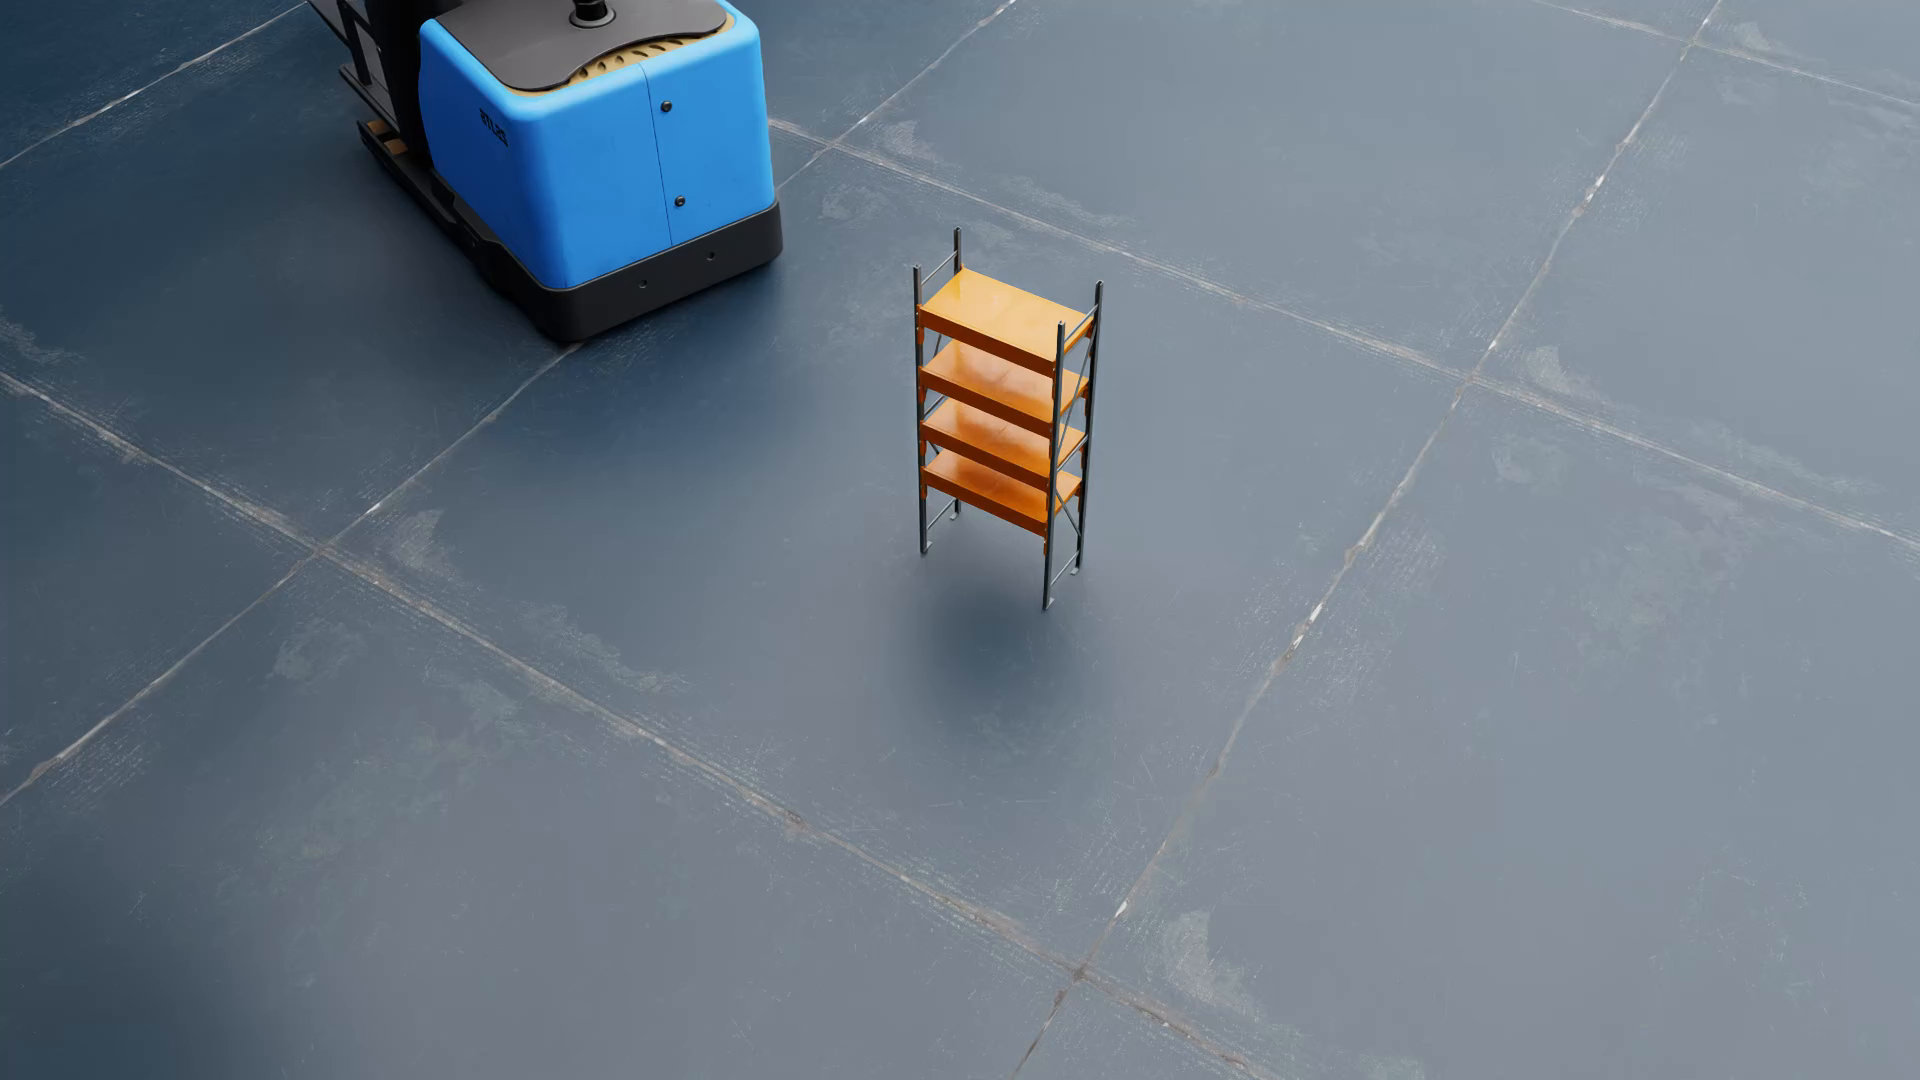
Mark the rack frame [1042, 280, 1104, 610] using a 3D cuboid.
[{"bbox_3d":[0.345,-0.260,5.166,0.015,1.200,0.240,25,51,22],"label":"rack frame"}]

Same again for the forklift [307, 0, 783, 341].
[{"bbox_3d":[-2.004,-2.800,6.427,1.130,2.935,3.031,-28,52,-25],"label":"forklift"}]

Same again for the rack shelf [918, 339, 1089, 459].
[{"bbox_3d":[0.139,-0.463,5.145,0.480,0.148,0.258,25,51,22],"label":"rack shelf"}]

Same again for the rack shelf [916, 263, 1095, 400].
[{"bbox_3d":[0.139,-0.628,4.976,0.480,0.148,0.258,25,51,22],"label":"rack shelf"}]

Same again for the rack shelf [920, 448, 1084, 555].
[{"bbox_3d":[0.139,-0.169,5.448,0.480,0.148,0.258,25,51,22],"label":"rack shelf"}]

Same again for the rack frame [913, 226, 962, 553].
[{"bbox_3d":[-0.066,-0.449,5.349,0.015,1.200,0.240,25,51,22],"label":"rack frame"}]

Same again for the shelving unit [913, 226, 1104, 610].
[{"bbox_3d":[0.139,-0.354,5.257,0.503,1.200,0.258,25,51,22],"label":"shelving unit"}]

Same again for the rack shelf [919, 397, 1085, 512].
[{"bbox_3d":[0.139,-0.307,5.306,0.480,0.148,0.258,25,51,22],"label":"rack shelf"}]
